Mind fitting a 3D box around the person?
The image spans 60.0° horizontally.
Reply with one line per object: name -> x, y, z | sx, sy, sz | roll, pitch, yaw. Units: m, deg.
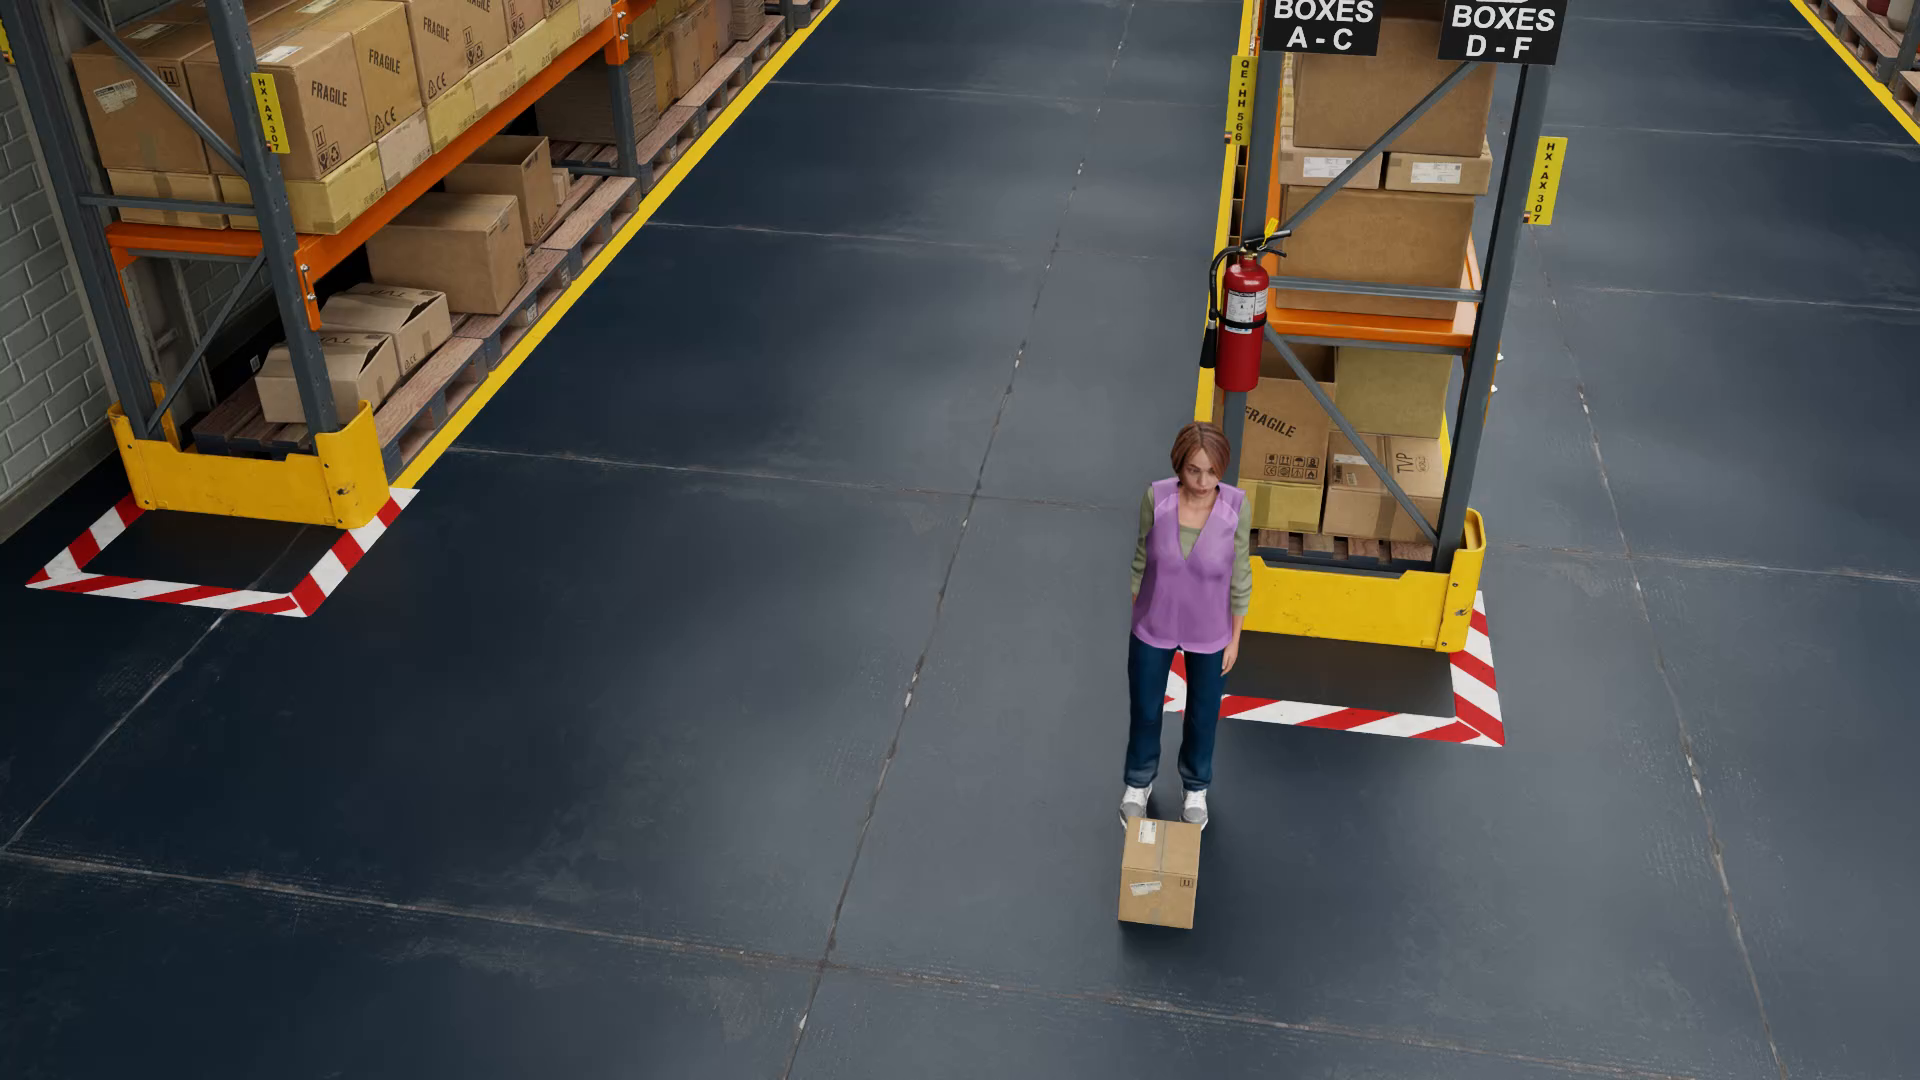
person -> 0.771, 0.316, 5.662 | 0.405, 1.601, 0.311 | 6, 33, 9
